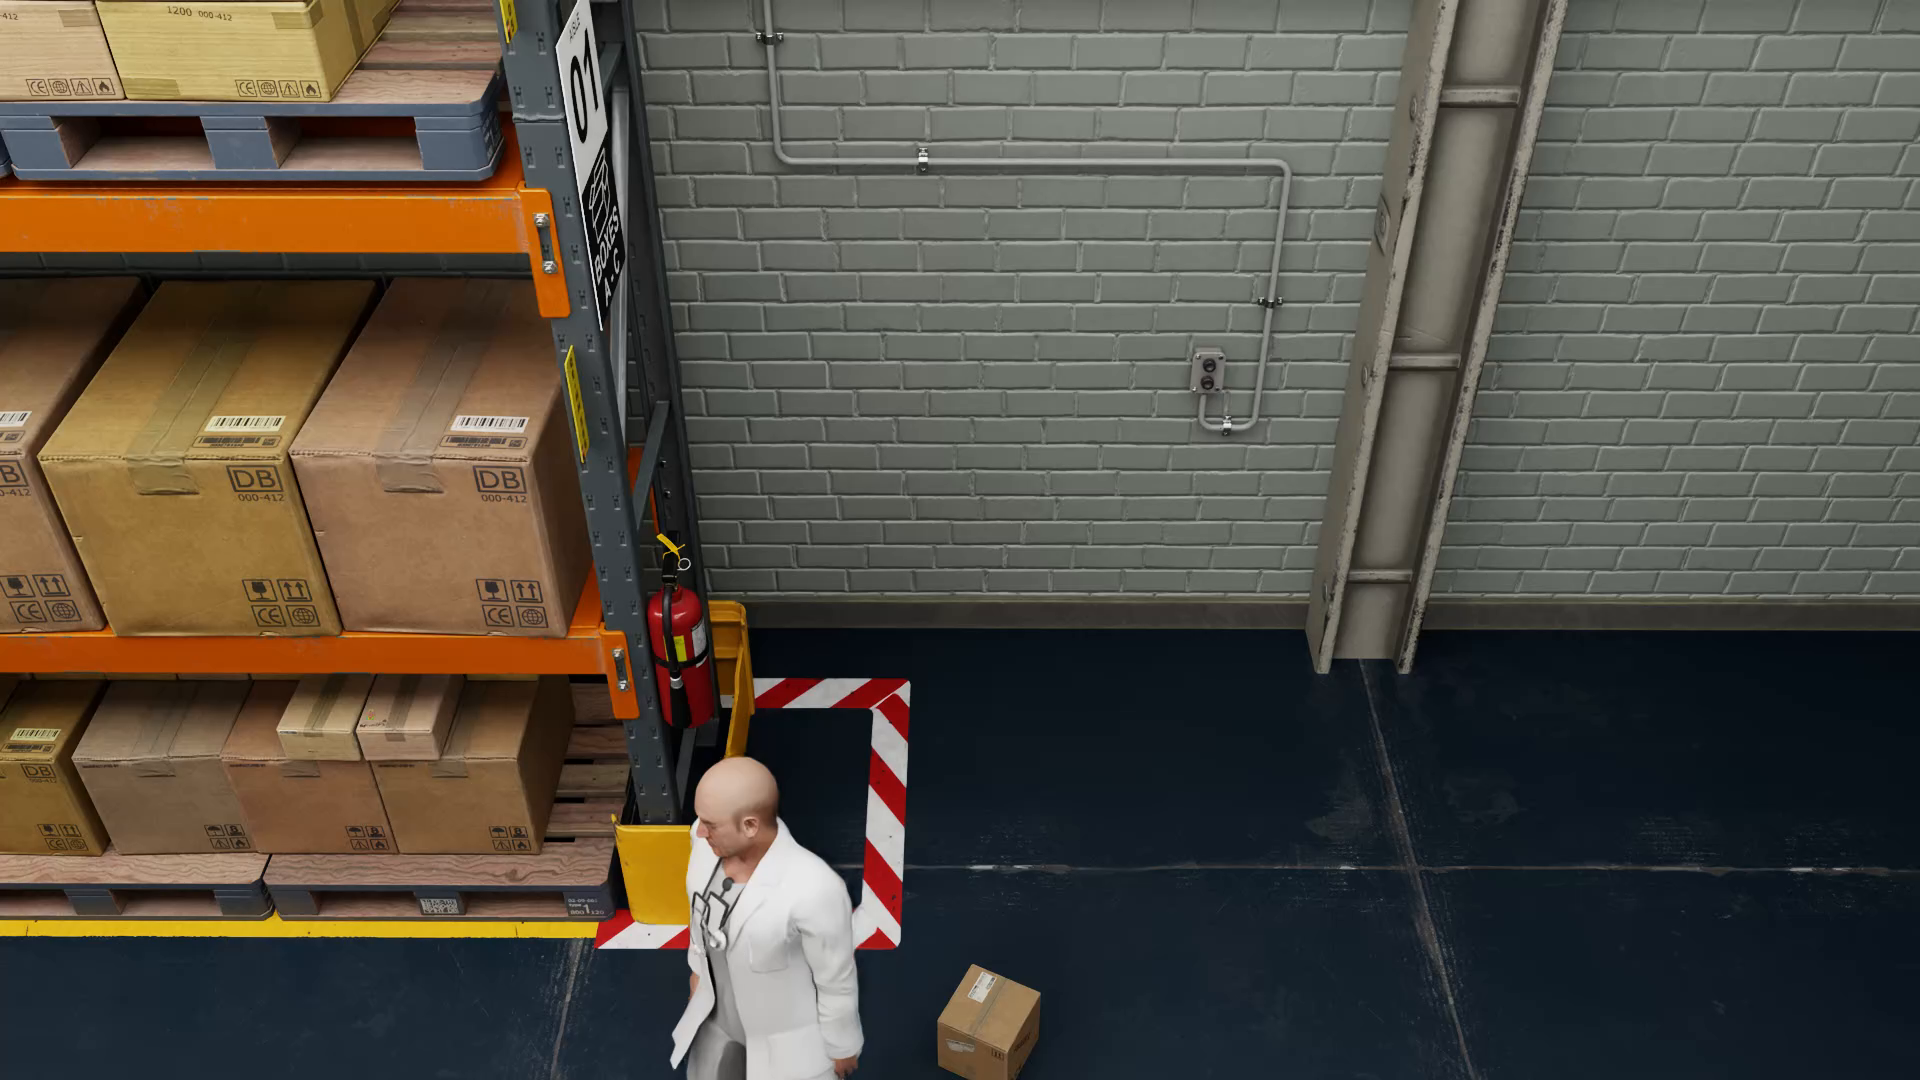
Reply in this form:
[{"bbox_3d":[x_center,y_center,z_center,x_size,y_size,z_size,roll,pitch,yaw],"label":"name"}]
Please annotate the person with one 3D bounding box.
[{"bbox_3d":[-0.496,1.257,4.588,0.599,1.755,0.629,29,47,31],"label":"person"}]
